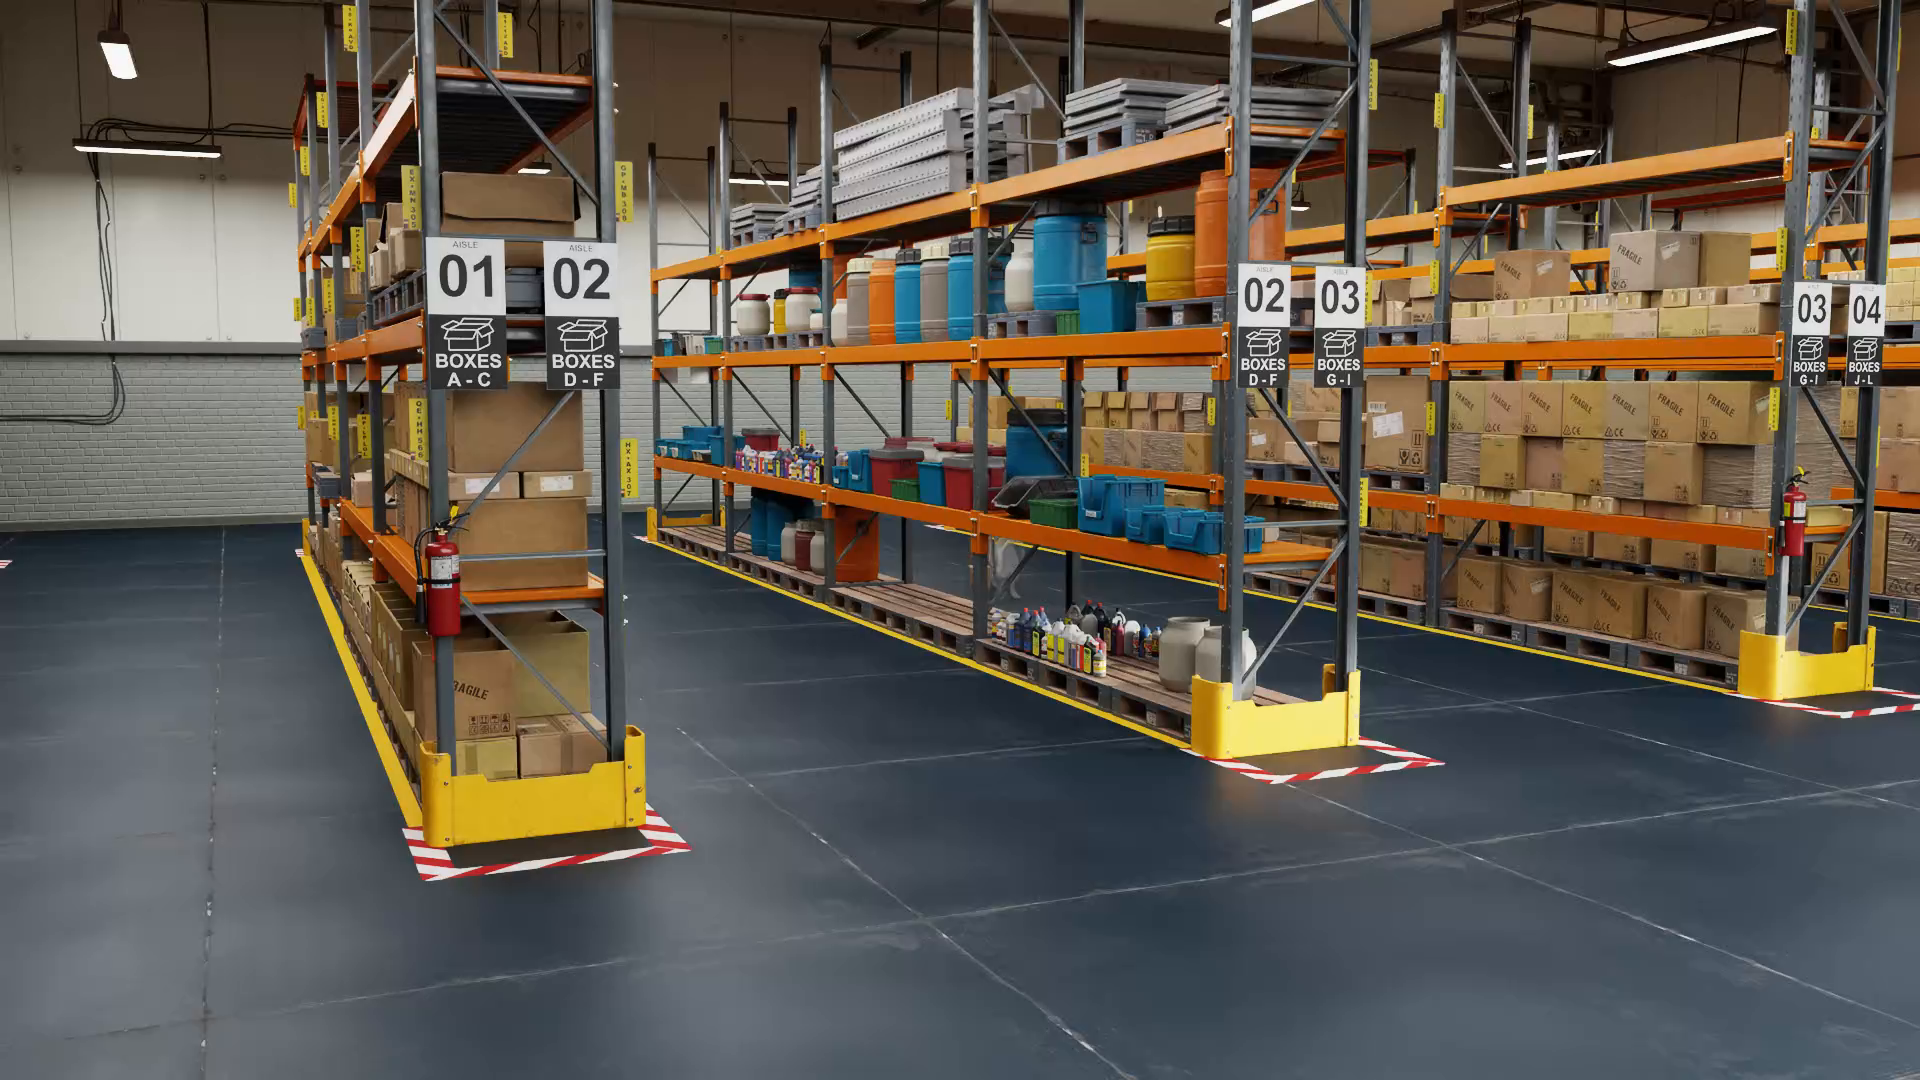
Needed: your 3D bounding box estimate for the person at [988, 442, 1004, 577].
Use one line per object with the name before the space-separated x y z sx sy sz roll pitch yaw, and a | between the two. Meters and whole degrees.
person | 0.397 -0.343 20.626 0.540 1.741 0.642 0 6 -3
